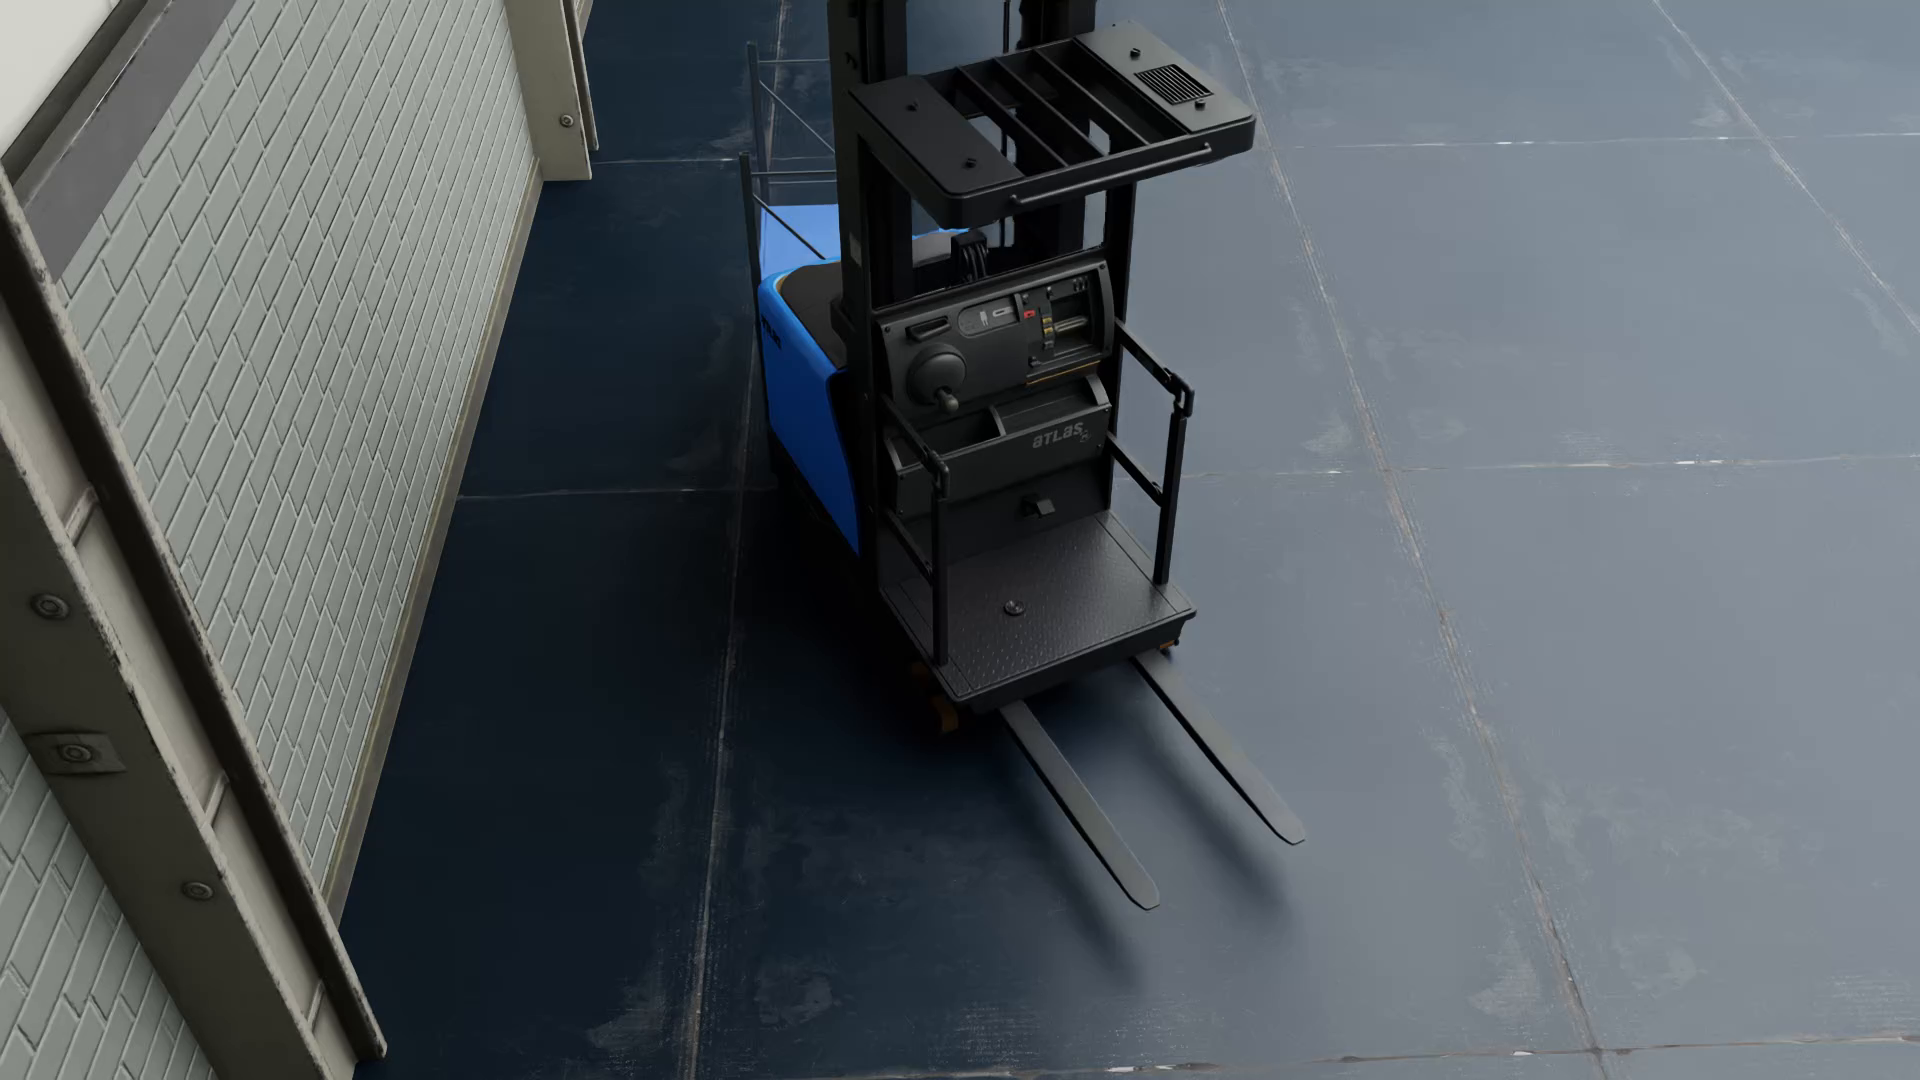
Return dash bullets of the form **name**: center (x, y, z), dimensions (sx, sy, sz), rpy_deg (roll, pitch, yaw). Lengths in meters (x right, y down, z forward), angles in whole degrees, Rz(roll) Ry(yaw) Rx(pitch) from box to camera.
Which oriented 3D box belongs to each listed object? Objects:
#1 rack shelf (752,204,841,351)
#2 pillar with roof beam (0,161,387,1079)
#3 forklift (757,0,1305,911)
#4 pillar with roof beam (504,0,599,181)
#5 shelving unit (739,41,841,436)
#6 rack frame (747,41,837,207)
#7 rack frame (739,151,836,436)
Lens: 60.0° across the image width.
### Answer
- **rack shelf**: center (-0.703, -1.281, 7.954), dimensions (0.538, 0.185, 1.000), rpy_deg (-2, 43, -3)
- **pillar with roof beam**: center (2.241, -1.619, 2.507), dimensions (9.100, 9.000, 0.400), rpy_deg (-2, 43, -2)
- **forklift**: center (0.245, -0.662, 5.953), dimensions (1.130, 2.935, 3.031), rpy_deg (-19, 46, -20)
- **pillar with roof beam**: center (1.986, -5.670, 6.926), dimensions (9.100, 9.000, 0.400), rpy_deg (-2, 43, -2)
- **shelving unit**: center (-0.703, -1.414, 7.832), dimensions (0.538, 1.500, 1.048), rpy_deg (-2, 43, -3)
- **rack frame**: center (-0.733, -1.757, 8.206), dimensions (0.500, 1.500, 0.032), rpy_deg (-2, 43, -3)
- **rack frame**: center (-0.672, -1.071, 7.458), dimensions (0.500, 1.500, 0.032), rpy_deg (-2, 43, -3)
